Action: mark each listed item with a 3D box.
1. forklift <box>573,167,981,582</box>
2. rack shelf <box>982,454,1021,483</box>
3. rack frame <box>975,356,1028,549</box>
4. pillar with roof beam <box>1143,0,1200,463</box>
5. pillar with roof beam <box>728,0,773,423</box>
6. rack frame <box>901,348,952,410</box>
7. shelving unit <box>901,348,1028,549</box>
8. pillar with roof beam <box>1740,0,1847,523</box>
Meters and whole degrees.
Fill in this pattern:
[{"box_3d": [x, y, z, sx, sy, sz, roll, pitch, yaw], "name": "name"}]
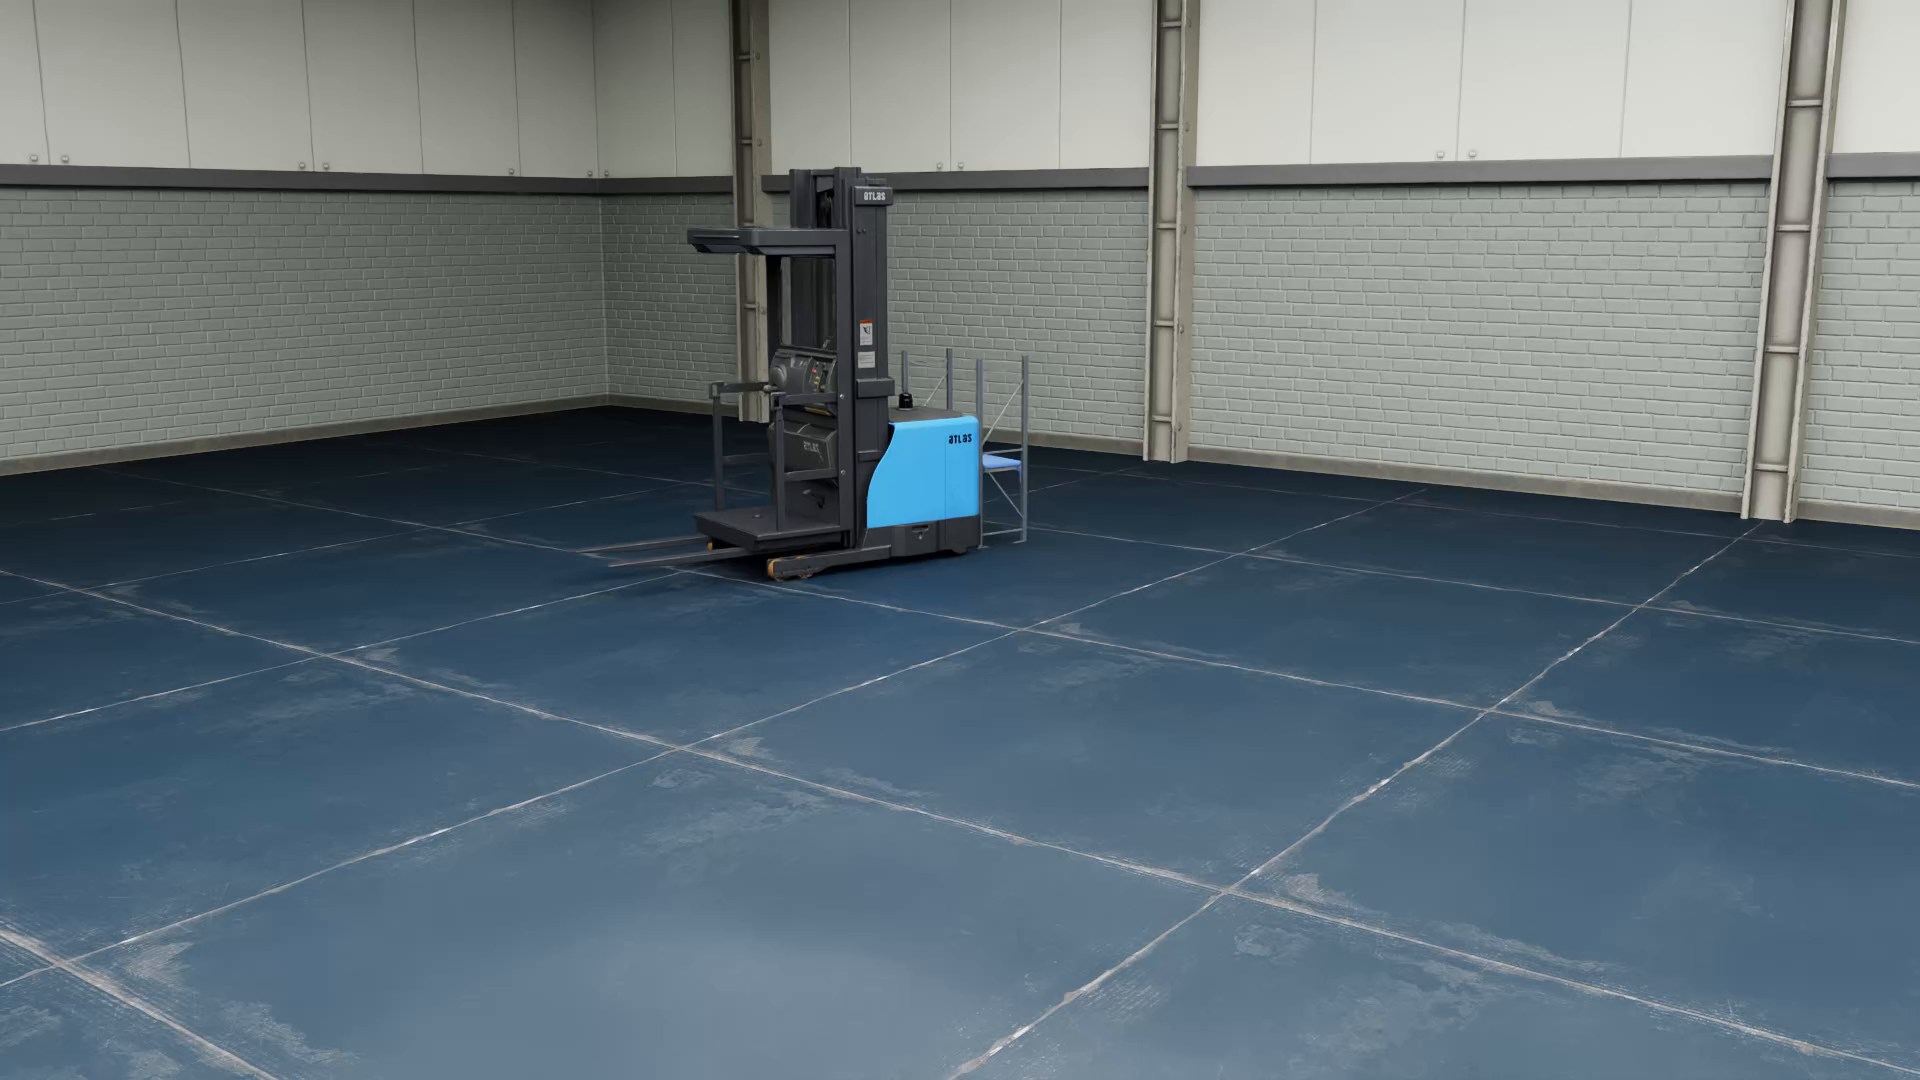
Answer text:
[{"box_3d": [-1.347, -1.253, 12.291, 3.031, 2.935, 1.130, -7, 13, -33], "name": "forklift"}, {"box_3d": [0.029, -0.599, 13.621, 0.538, 0.185, 1.000, -8, 14, -36], "name": "rack shelf"}, {"box_3d": [0.332, -0.698, 13.187, 0.500, 1.500, 0.032, -8, 14, -36], "name": "rack frame"}, {"box_3d": [-0.322, -4.626, 13.748, 0.400, 9.000, 9.100, 8, 13, 36], "name": "pillar with roof beam"}, {"box_3d": [-5.158, -5.300, 17.234, 0.400, 9.000, 9.100, 8, 13, 36], "name": "pillar with roof beam"}, {"box_3d": [-0.274, -0.853, 13.988, 0.500, 1.500, 0.032, -8, 14, -36], "name": "rack frame"}, {"box_3d": [0.029, -0.775, 13.587, 0.538, 1.500, 1.048, -8, 14, -36], "name": "shelving unit"}, {"box_3d": [4.514, -3.951, 10.261, 0.400, 9.000, 9.100, 8, 13, 36], "name": "pillar with roof beam"}]
